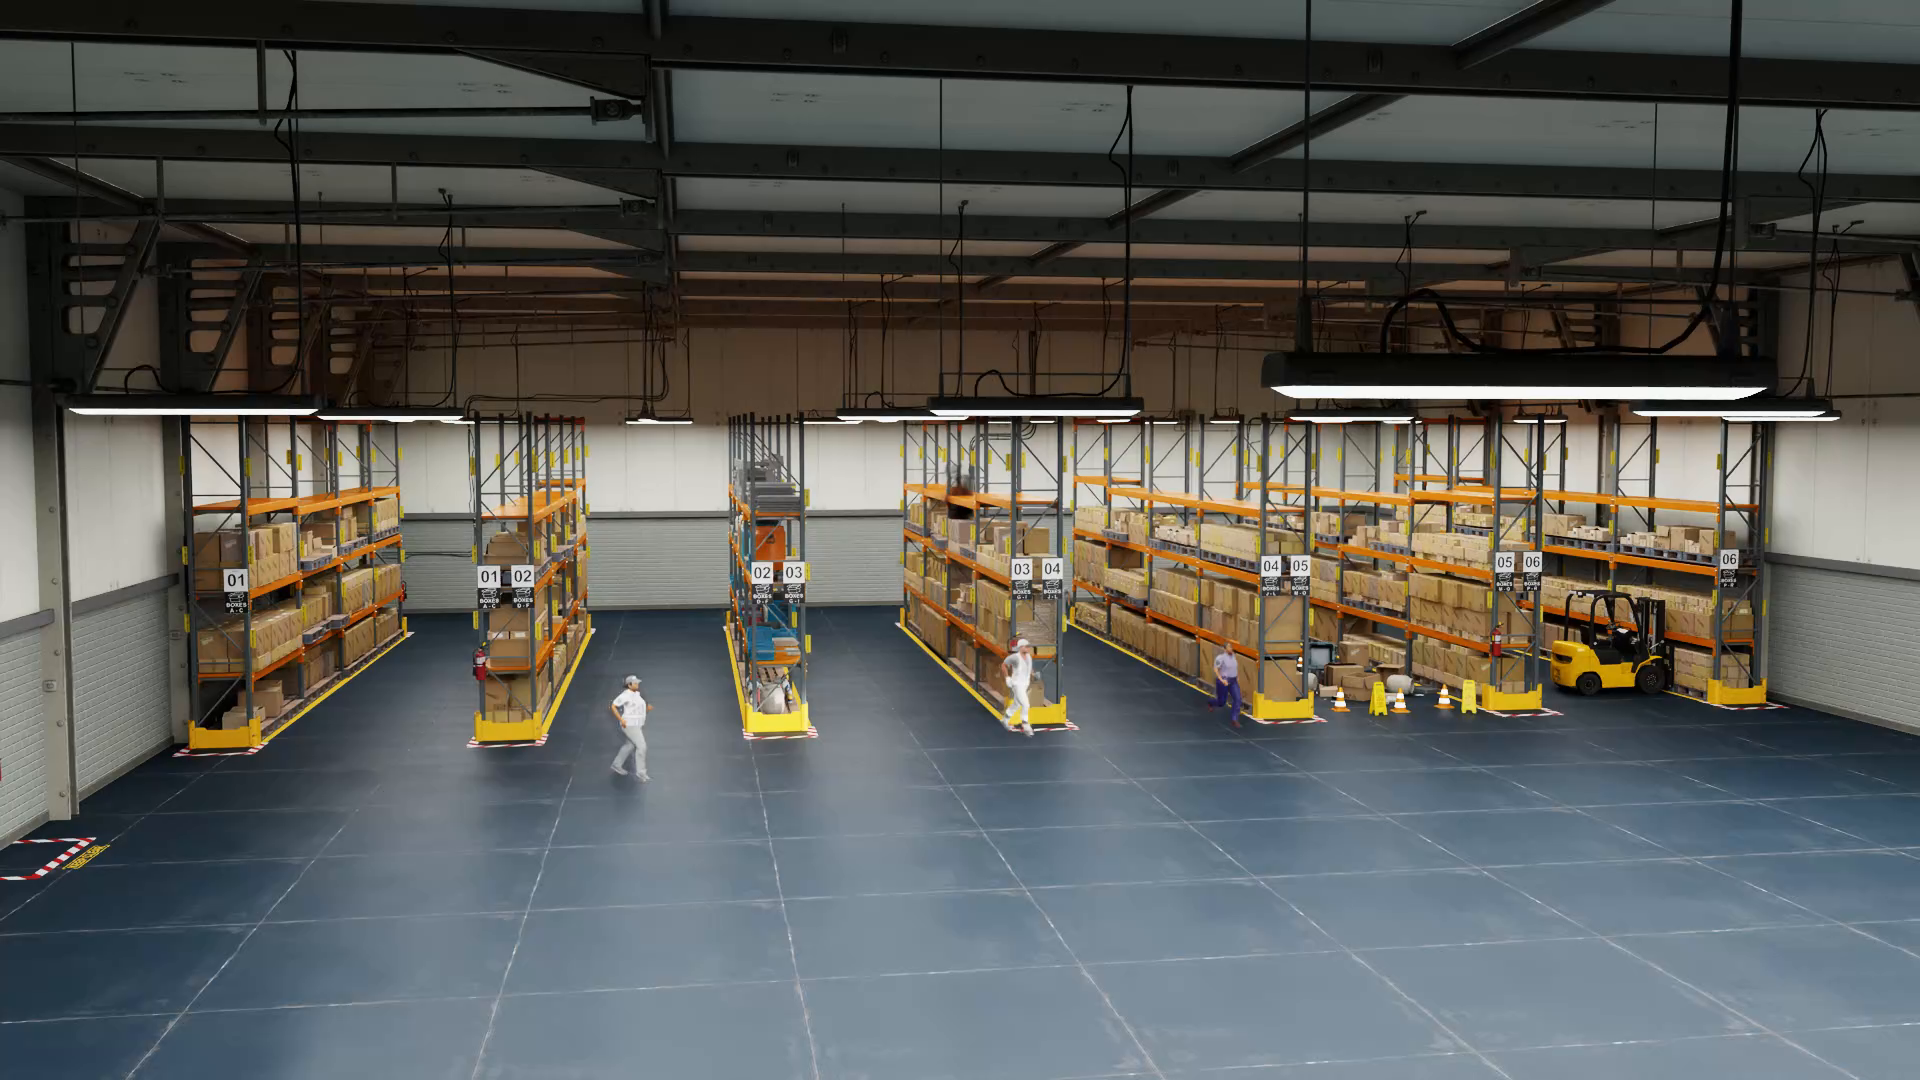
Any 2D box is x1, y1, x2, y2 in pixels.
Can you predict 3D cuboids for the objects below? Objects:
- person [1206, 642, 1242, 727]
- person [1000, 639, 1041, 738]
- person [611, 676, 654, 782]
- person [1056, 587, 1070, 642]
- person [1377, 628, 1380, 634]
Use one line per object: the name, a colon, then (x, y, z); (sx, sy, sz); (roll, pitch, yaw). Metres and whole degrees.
person: (5.128, 2.767, 32.055); (0.602, 1.621, 0.843); (-2, 4, -30)
person: (1.092, 2.730, 30.914); (0.899, 1.814, 0.598); (3, 5, 37)
person: (-5.339, 3.057, 26.982); (0.775, 1.726, 0.582); (1, 4, 9)
person: (2.675, 1.865, 44.539); (0.572, 1.699, 0.878); (0, 4, -2)
person: (10.981, 1.885, 43.998); (0.669, 1.691, 0.825); (-1, 4, -14)
